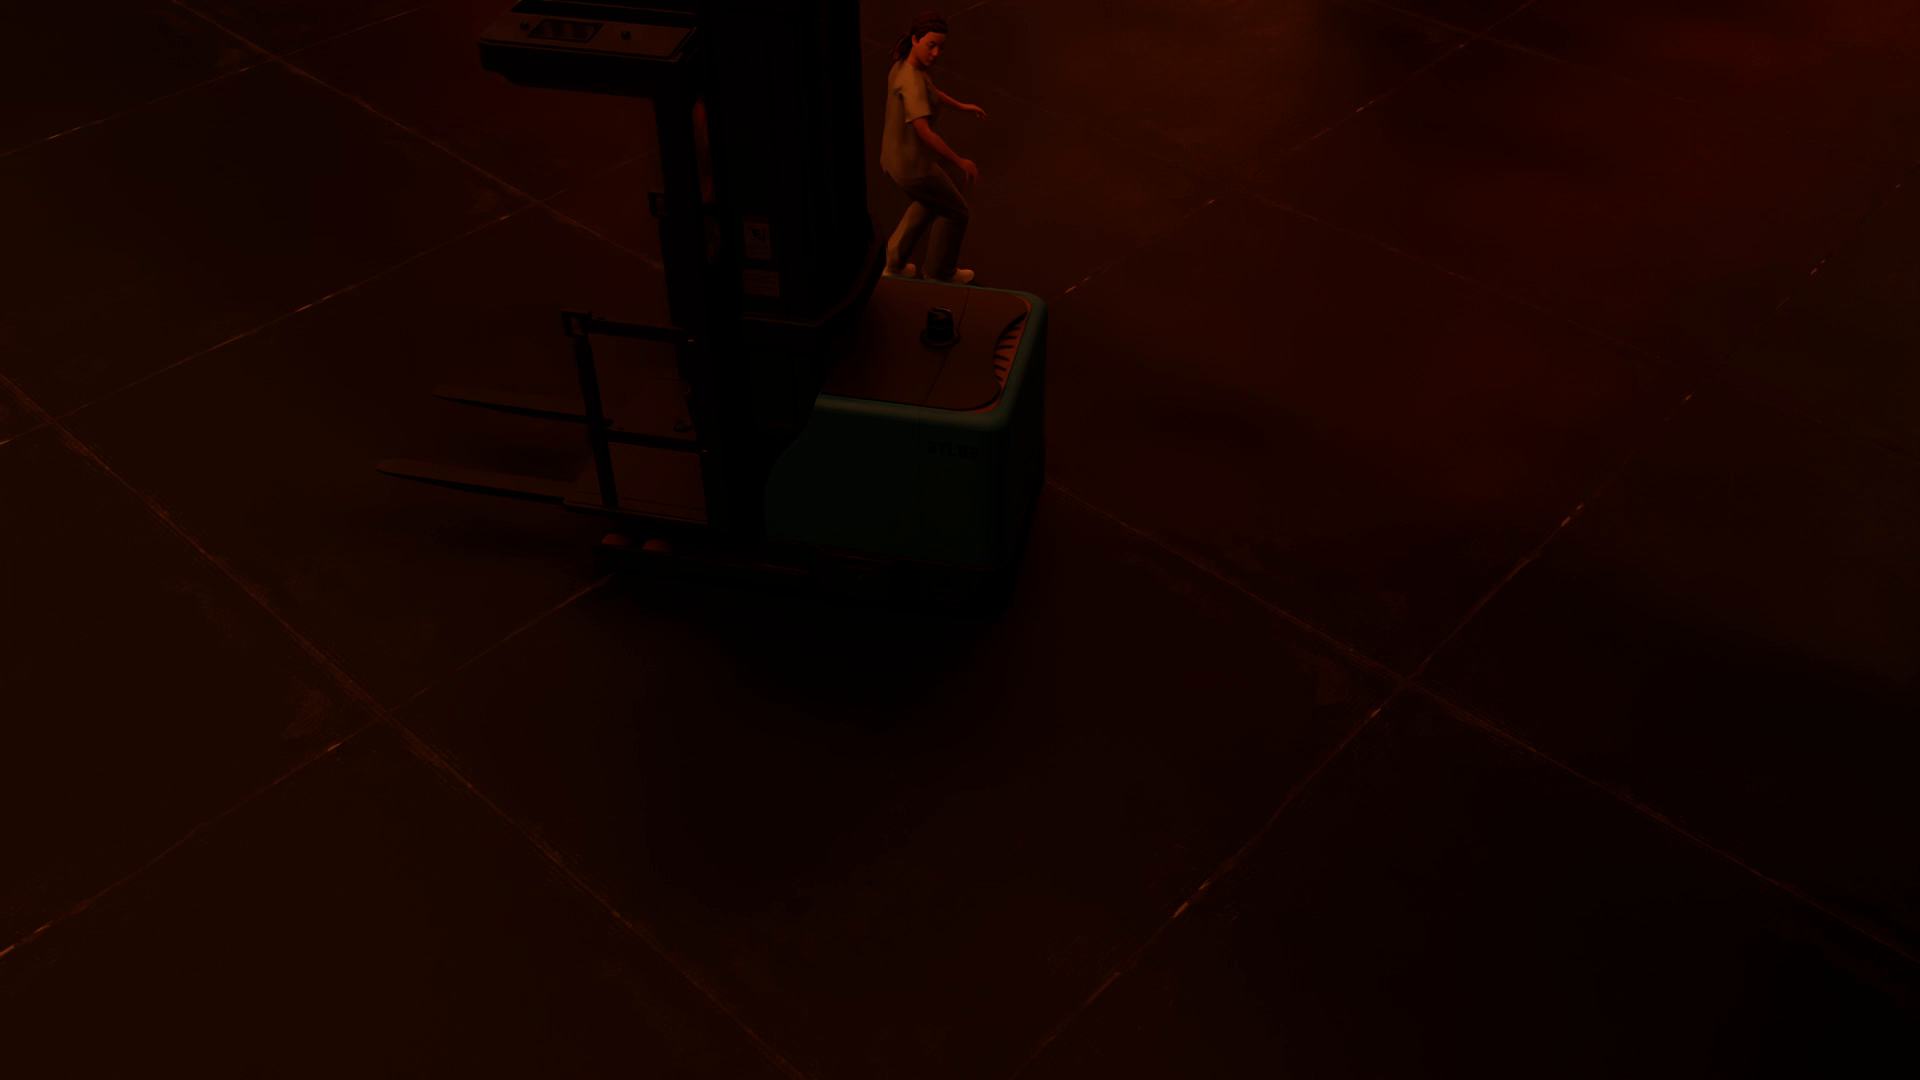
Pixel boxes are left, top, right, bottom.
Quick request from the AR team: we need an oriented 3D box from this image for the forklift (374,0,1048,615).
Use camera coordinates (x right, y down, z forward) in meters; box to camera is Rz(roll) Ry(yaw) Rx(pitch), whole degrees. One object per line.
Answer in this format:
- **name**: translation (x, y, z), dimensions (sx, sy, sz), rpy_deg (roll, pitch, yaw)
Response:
- **forklift**: translation (-1.174, -1.279, 6.919), dimensions (3.031, 2.935, 1.130), rpy_deg (8, 41, 9)

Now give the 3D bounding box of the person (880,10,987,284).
- **person**: translation (-0.110, -2.031, 8.842), dimensions (0.698, 1.570, 0.718), rpy_deg (-15, 43, -17)
